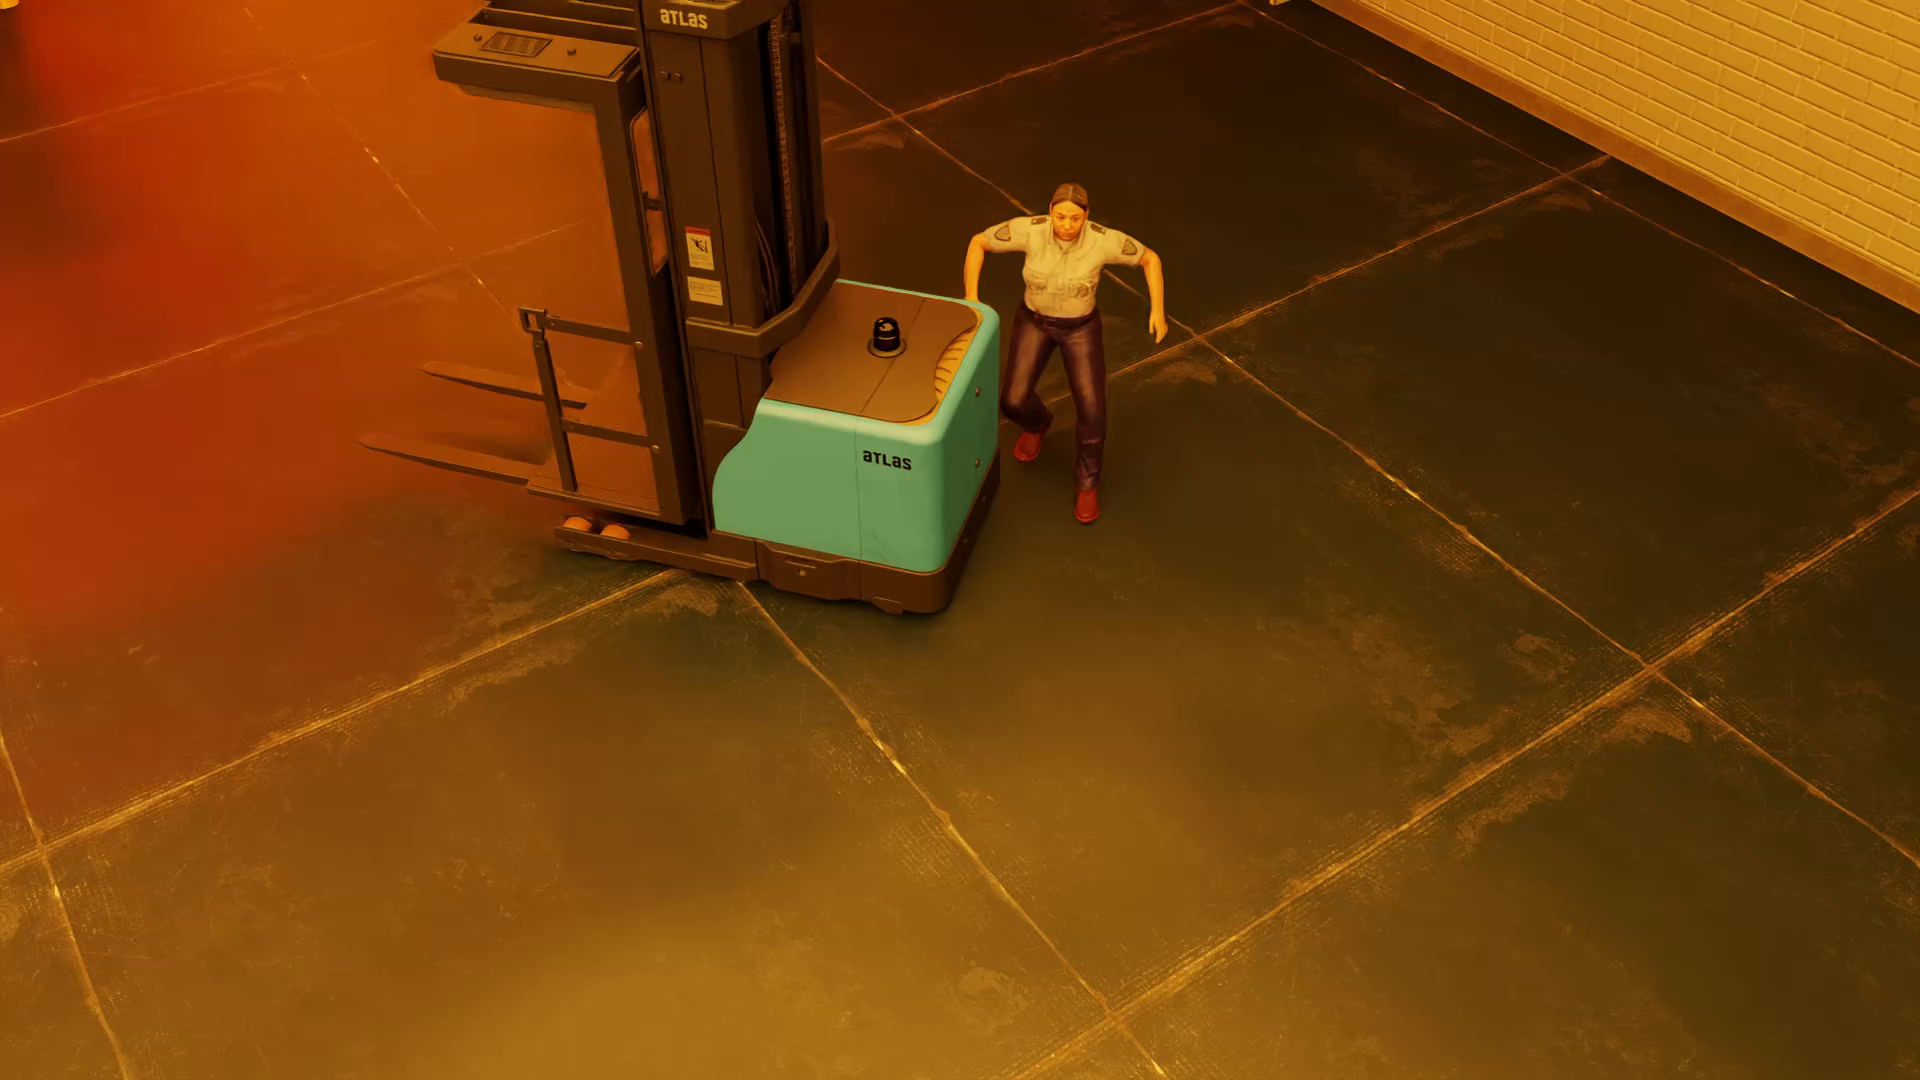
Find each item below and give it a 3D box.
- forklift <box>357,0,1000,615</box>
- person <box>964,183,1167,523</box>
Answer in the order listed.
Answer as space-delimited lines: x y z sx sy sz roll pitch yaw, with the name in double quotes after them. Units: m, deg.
-1.383 -1.314 7.142 3.031 2.935 1.130 11 44 12 "forklift"
0.466 -0.891 7.710 0.957 1.532 0.725 8 43 8 "person"
